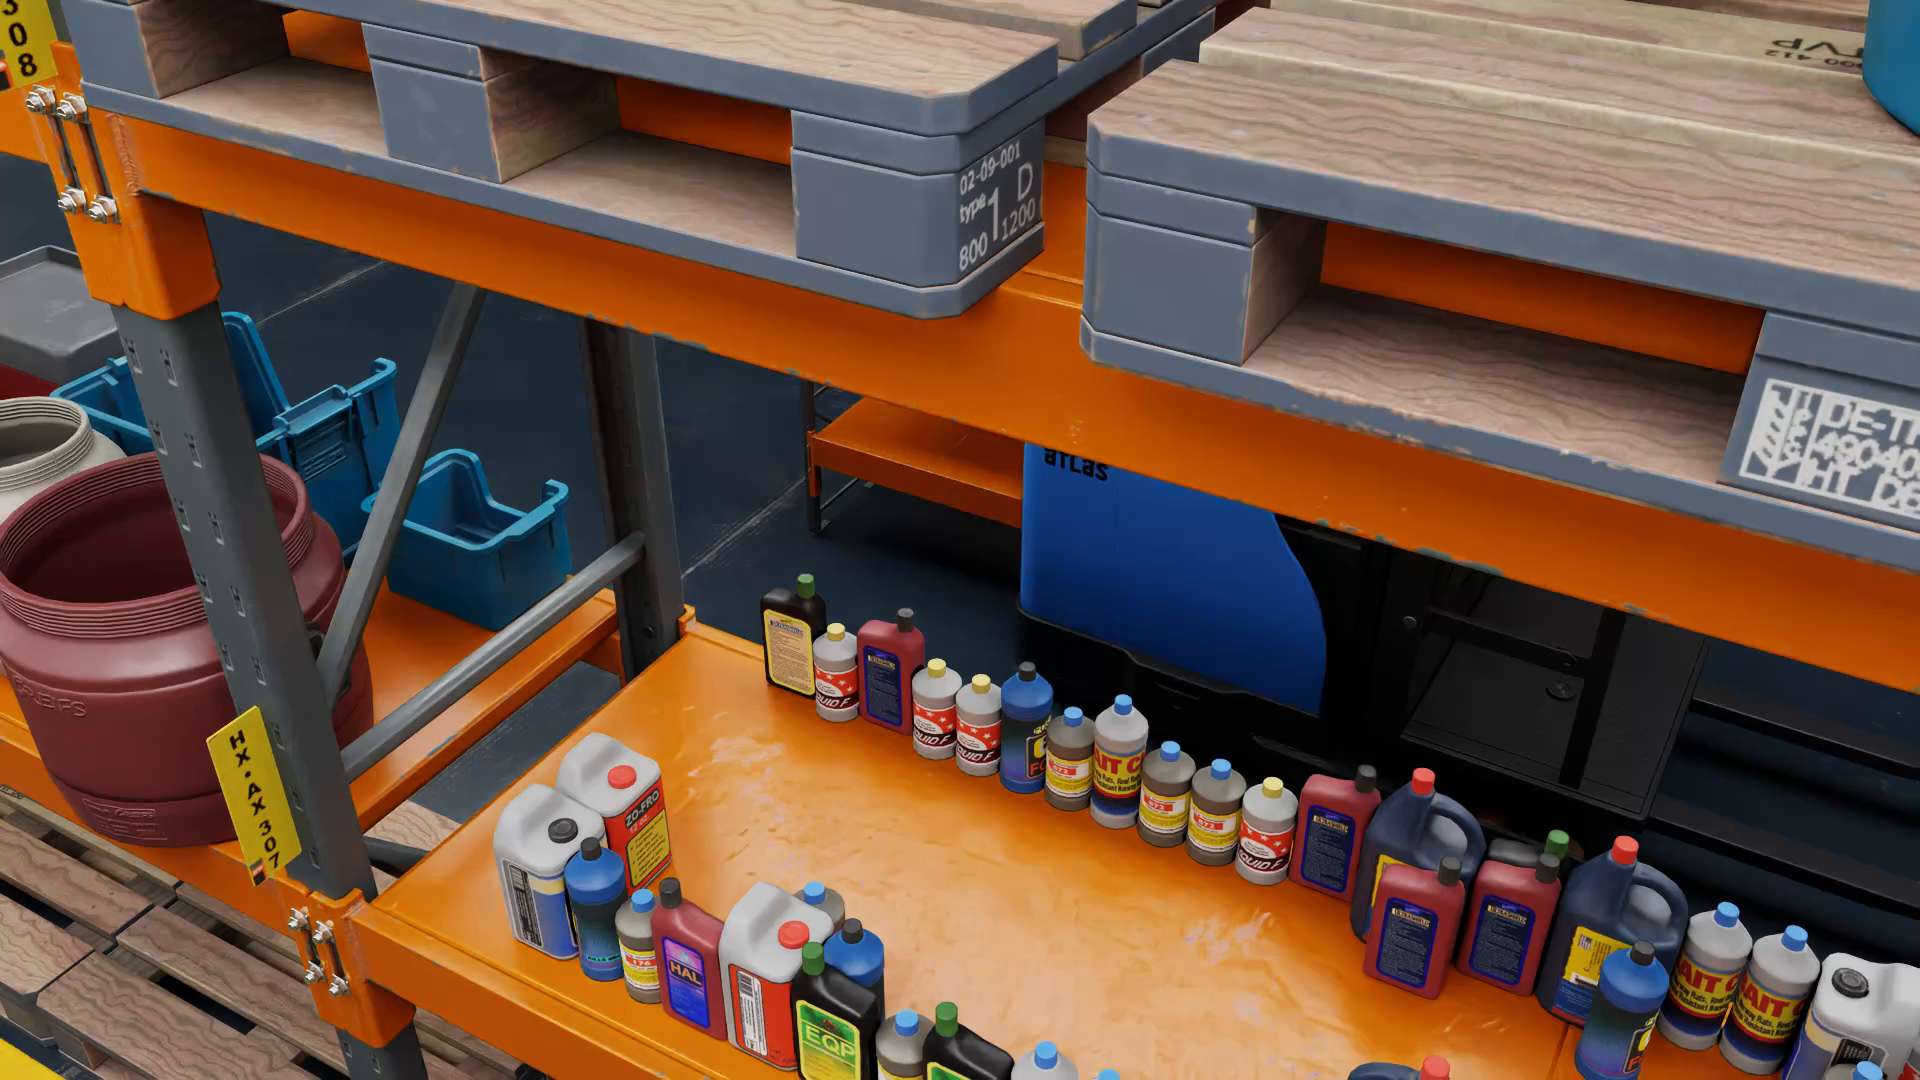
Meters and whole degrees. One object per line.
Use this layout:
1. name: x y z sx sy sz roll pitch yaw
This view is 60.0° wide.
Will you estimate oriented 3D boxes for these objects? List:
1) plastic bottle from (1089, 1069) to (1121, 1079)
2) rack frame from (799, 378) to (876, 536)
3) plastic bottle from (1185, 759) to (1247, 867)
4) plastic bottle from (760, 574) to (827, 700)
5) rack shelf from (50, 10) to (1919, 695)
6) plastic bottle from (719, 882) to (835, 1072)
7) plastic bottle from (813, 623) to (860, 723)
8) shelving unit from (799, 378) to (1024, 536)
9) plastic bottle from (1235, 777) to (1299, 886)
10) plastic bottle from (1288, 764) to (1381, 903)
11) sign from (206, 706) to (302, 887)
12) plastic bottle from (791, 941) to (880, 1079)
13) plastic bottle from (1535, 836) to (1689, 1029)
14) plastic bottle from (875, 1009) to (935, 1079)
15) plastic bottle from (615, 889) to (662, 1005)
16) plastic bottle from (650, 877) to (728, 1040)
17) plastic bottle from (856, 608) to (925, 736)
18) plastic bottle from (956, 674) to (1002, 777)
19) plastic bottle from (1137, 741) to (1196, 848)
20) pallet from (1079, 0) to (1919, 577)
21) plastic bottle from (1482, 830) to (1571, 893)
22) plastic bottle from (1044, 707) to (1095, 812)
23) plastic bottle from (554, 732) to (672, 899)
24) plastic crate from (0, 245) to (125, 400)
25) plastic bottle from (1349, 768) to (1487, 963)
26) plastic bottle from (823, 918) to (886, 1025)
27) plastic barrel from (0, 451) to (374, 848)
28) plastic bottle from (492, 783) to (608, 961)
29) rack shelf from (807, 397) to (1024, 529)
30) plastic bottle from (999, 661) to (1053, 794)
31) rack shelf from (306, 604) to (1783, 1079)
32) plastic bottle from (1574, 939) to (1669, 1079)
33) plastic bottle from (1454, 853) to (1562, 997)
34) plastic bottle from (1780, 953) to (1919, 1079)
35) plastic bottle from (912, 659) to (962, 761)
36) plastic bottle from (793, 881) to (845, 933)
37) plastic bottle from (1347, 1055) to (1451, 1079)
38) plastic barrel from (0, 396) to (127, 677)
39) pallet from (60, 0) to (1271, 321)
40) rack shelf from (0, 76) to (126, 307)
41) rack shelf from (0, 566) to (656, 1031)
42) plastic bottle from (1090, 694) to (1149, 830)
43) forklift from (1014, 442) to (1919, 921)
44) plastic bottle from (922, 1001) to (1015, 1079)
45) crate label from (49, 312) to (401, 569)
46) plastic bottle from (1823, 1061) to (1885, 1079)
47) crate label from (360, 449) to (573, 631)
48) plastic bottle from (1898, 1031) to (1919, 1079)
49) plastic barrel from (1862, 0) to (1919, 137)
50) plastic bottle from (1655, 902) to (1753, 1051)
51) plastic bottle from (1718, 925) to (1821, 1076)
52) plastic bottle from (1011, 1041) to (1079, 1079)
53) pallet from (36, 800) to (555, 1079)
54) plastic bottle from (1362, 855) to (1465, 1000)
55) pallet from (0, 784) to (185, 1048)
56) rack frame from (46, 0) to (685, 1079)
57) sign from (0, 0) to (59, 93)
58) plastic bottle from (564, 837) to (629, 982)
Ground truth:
1. plastic bottle: 0.206 0.856 2.374 0.097 0.271 0.097 0 34 0
2. rack frame: -0.435 -0.606 6.145 0.032 1.125 0.500 18 37 24
3. plastic bottle: 0.463 0.482 2.999 0.097 0.201 0.097 0 34 0
4. plastic bottle: -0.336 0.183 3.374 0.133 0.283 0.061 18 37 24
5. rack shelf: 0.838 -0.170 1.742 4.000 0.370 1.077 18 37 24
6. plastic bottle: -0.282 0.682 2.631 0.135 0.276 0.152 18 37 24
7. plastic bottle: -0.245 0.258 3.335 0.097 0.201 0.097 0 34 0
8. shelving unit: 0.006 -0.466 5.935 1.048 1.125 0.538 18 37 24
9. plastic bottle: 0.547 0.509 2.959 0.097 0.201 0.097 0 34 0
10. plastic bottle: 0.656 0.498 2.902 0.133 0.283 0.061 18 37 24
11. sign: -1.166 0.428 2.754 0.005 0.325 0.100 18 37 24
12. plastic bottle: -0.188 0.738 2.541 0.133 0.283 0.061 18 37 24
13. plastic bottle: 1.050 0.621 2.656 0.185 0.351 0.144 18 37 24
14. plastic bottle: -0.079 0.795 2.529 0.097 0.201 0.097 0 34 0
15. plastic bottle: -0.512 0.658 2.735 0.097 0.201 0.097 0 34 0
16. plastic bottle: -0.421 0.664 2.651 0.133 0.283 0.061 18 37 24
17. plastic bottle: -0.136 0.247 3.278 0.133 0.283 0.061 18 37 24
18. plastic bottle: 0.040 0.348 3.200 0.097 0.201 0.097 0 34 0
19. plastic bottle: 0.378 0.455 3.039 0.097 0.201 0.097 0 34 0
20. pallet: 0.859 -0.320 1.488 1.213 0.211 1.003 18 37 24
21. plastic bottle: 0.933 0.585 2.770 0.133 0.283 0.061 18 37 24
22. plastic bottle: 0.209 0.402 3.120 0.097 0.201 0.097 0 34 0
23. plastic bottle: -0.608 0.482 2.932 0.135 0.276 0.152 18 37 24
24. plastic crate: -2.150 -0.389 4.071 0.583 0.464 0.402 18 37 24
25. plastic bottle: 0.774 0.533 2.787 0.185 0.351 0.144 18 37 24
26. plastic bottle: -0.165 0.700 2.609 0.097 0.271 0.097 0 34 0
27. plastic barrel: -1.452 0.190 3.135 0.708 0.536 0.600 18 37 24
28. plastic bottle: -0.684 0.555 2.822 0.135 0.276 0.152 18 37 24
29. rack shelf: 0.006 -0.263 6.071 1.000 0.278 0.538 18 37 24
30. plastic bottle: 0.124 0.346 3.140 0.097 0.271 0.097 0 34 0
31. rack shelf: 0.838 1.078 2.573 4.000 0.370 1.077 18 37 24
32. plastic bottle: 1.028 0.724 2.572 0.097 0.271 0.097 0 34 0
33. plastic bottle: 0.902 0.615 2.726 0.133 0.283 0.061 18 37 24
34. plastic bottle: 1.356 0.752 2.527 0.135 0.276 0.152 18 37 24
35. plastic bottle: -0.045 0.322 3.240 0.097 0.201 0.097 0 34 0
36. plastic bottle: -0.236 0.648 2.749 0.097 0.201 0.097 0 34 0
37. plastic bottle: 0.616 0.841 2.325 0.185 0.351 0.144 18 37 24
38. plastic barrel: -1.898 0.002 3.439 0.421 0.512 0.421 0 34 0
39. pallet: -0.283 -0.684 2.034 1.213 0.211 1.003 18 37 24
40. rack shelf: -2.635 -1.270 3.394 4.000 0.370 1.077 18 37 24
41. rack shelf: -2.635 -0.022 4.225 4.000 0.370 1.077 18 37 24
42. plastic bottle: 0.294 0.399 3.060 0.097 0.271 0.097 0 34 0
43. forklift: 1.709 -0.559 4.445 3.031 2.935 1.130 18 38 25
44. plastic bottle: 0.012 0.802 2.445 0.133 0.283 0.061 18 37 24
45. crate label: -1.627 -0.189 3.796 0.616 0.435 0.502 18 37 24
46. plastic bottle: 1.310 0.848 2.450 0.097 0.201 0.097 0 34 0
47. crate label: -1.079 0.002 3.691 0.416 0.233 0.303 18 37 24
48. plastic bottle: 1.470 0.801 2.520 0.097 0.201 0.097 0 34 0
49. plastic barrel: 1.016 -0.699 1.056 0.708 0.901 0.600 18 37 24
50. plastic bottle: 1.184 0.682 2.636 0.097 0.271 0.097 0 34 0
51. plastic bottle: 1.269 0.708 2.596 0.097 0.271 0.097 0 34 0
52. plastic bottle: 0.121 0.829 2.414 0.097 0.271 0.097 0 34 0
53. pallet: -1.552 1.158 4.321 1.213 0.211 1.003 18 37 24
54. plastic bottle: 0.745 0.618 2.721 0.133 0.283 0.061 18 37 24
55. pallet: -2.607 0.822 4.826 1.213 0.211 1.003 18 37 24
56. rack frame: -0.899 0.229 3.200 0.127 3.000 1.000 18 37 24
57. sign: -1.166 -0.709 1.997 0.005 0.325 0.100 18 37 24
58. plastic bottle: -0.597 0.602 2.756 0.097 0.271 0.097 0 34 0
